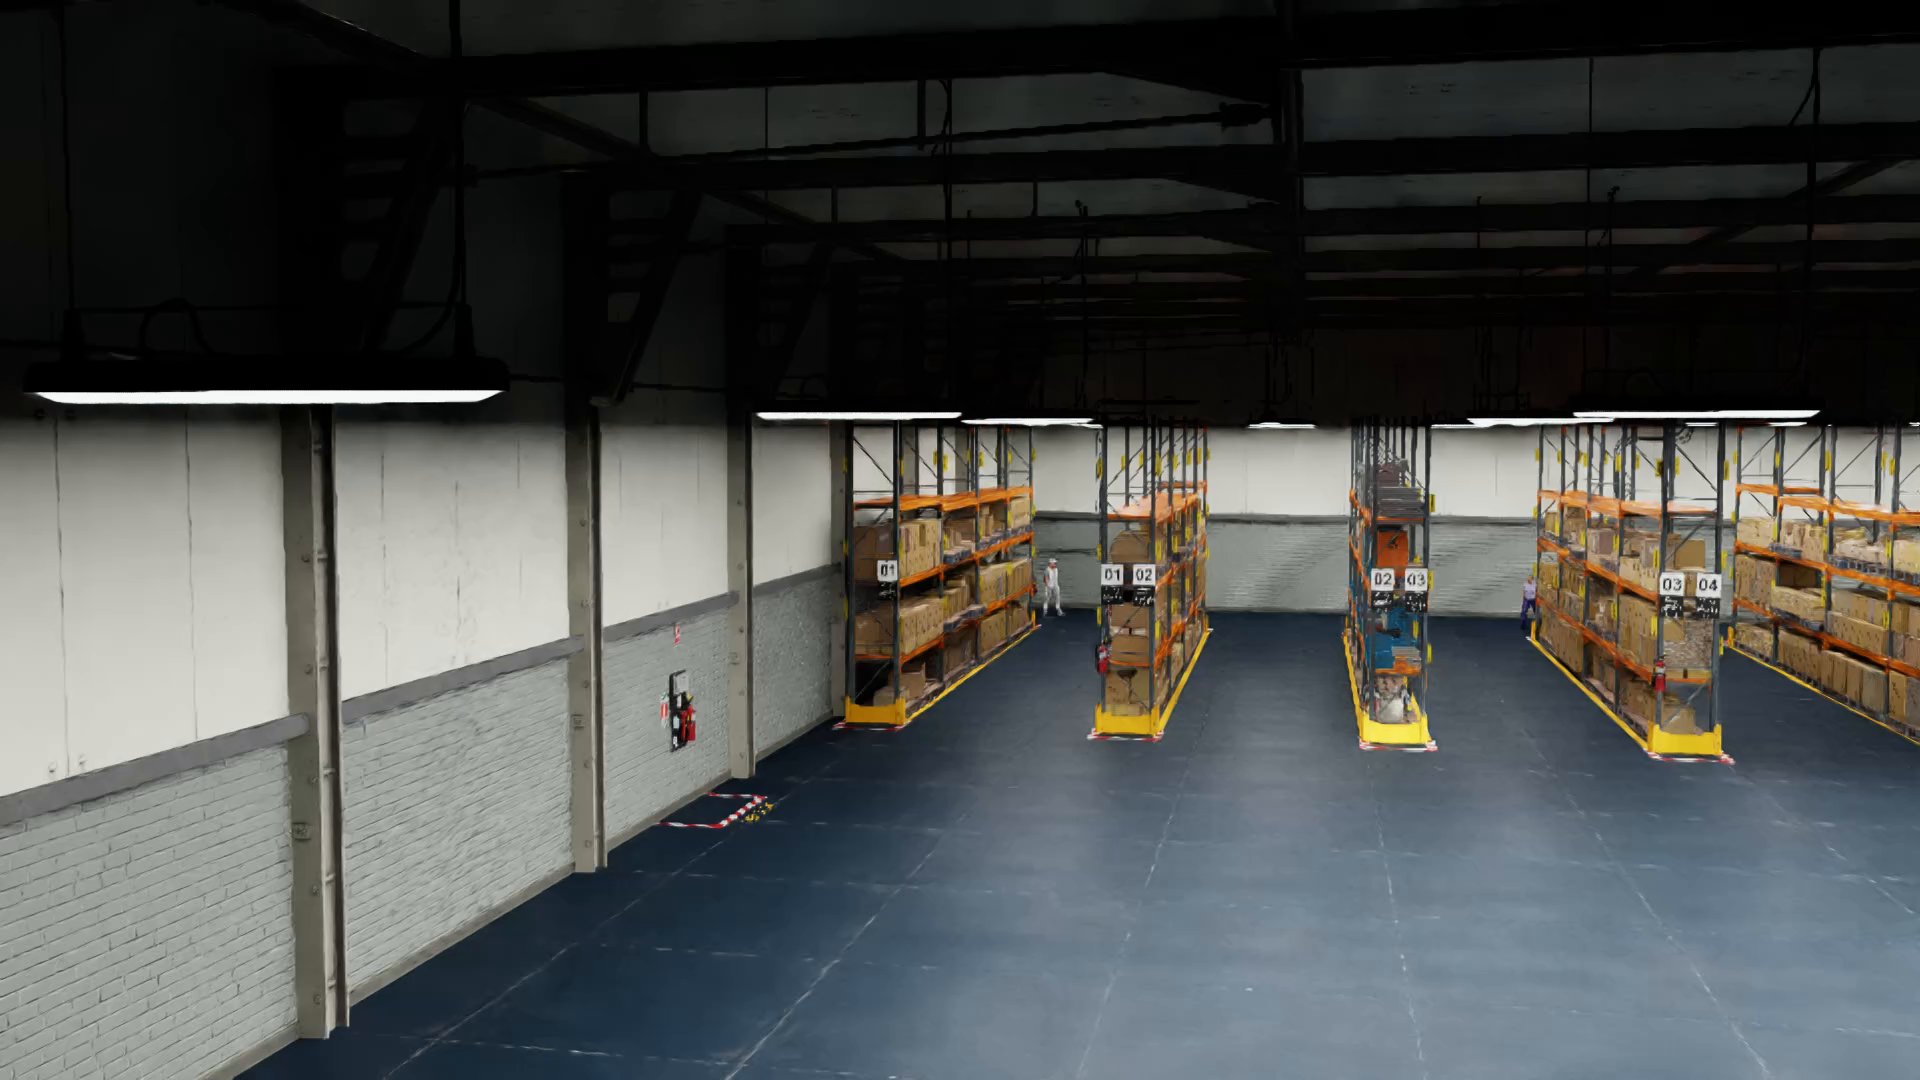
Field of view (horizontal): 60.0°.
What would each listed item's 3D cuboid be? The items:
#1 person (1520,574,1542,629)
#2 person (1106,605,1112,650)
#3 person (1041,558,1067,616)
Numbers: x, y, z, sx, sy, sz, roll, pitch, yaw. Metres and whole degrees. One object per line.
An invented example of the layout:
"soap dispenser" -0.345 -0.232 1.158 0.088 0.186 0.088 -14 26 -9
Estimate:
"person" 16.423 1.751 47.737 0.527 1.583 0.939 2 5 33
"person" 3.954 1.963 43.161 0.501 1.758 0.588 3 5 42
"person" 2.845 1.438 50.769 0.722 1.780 0.568 -3 5 -38
